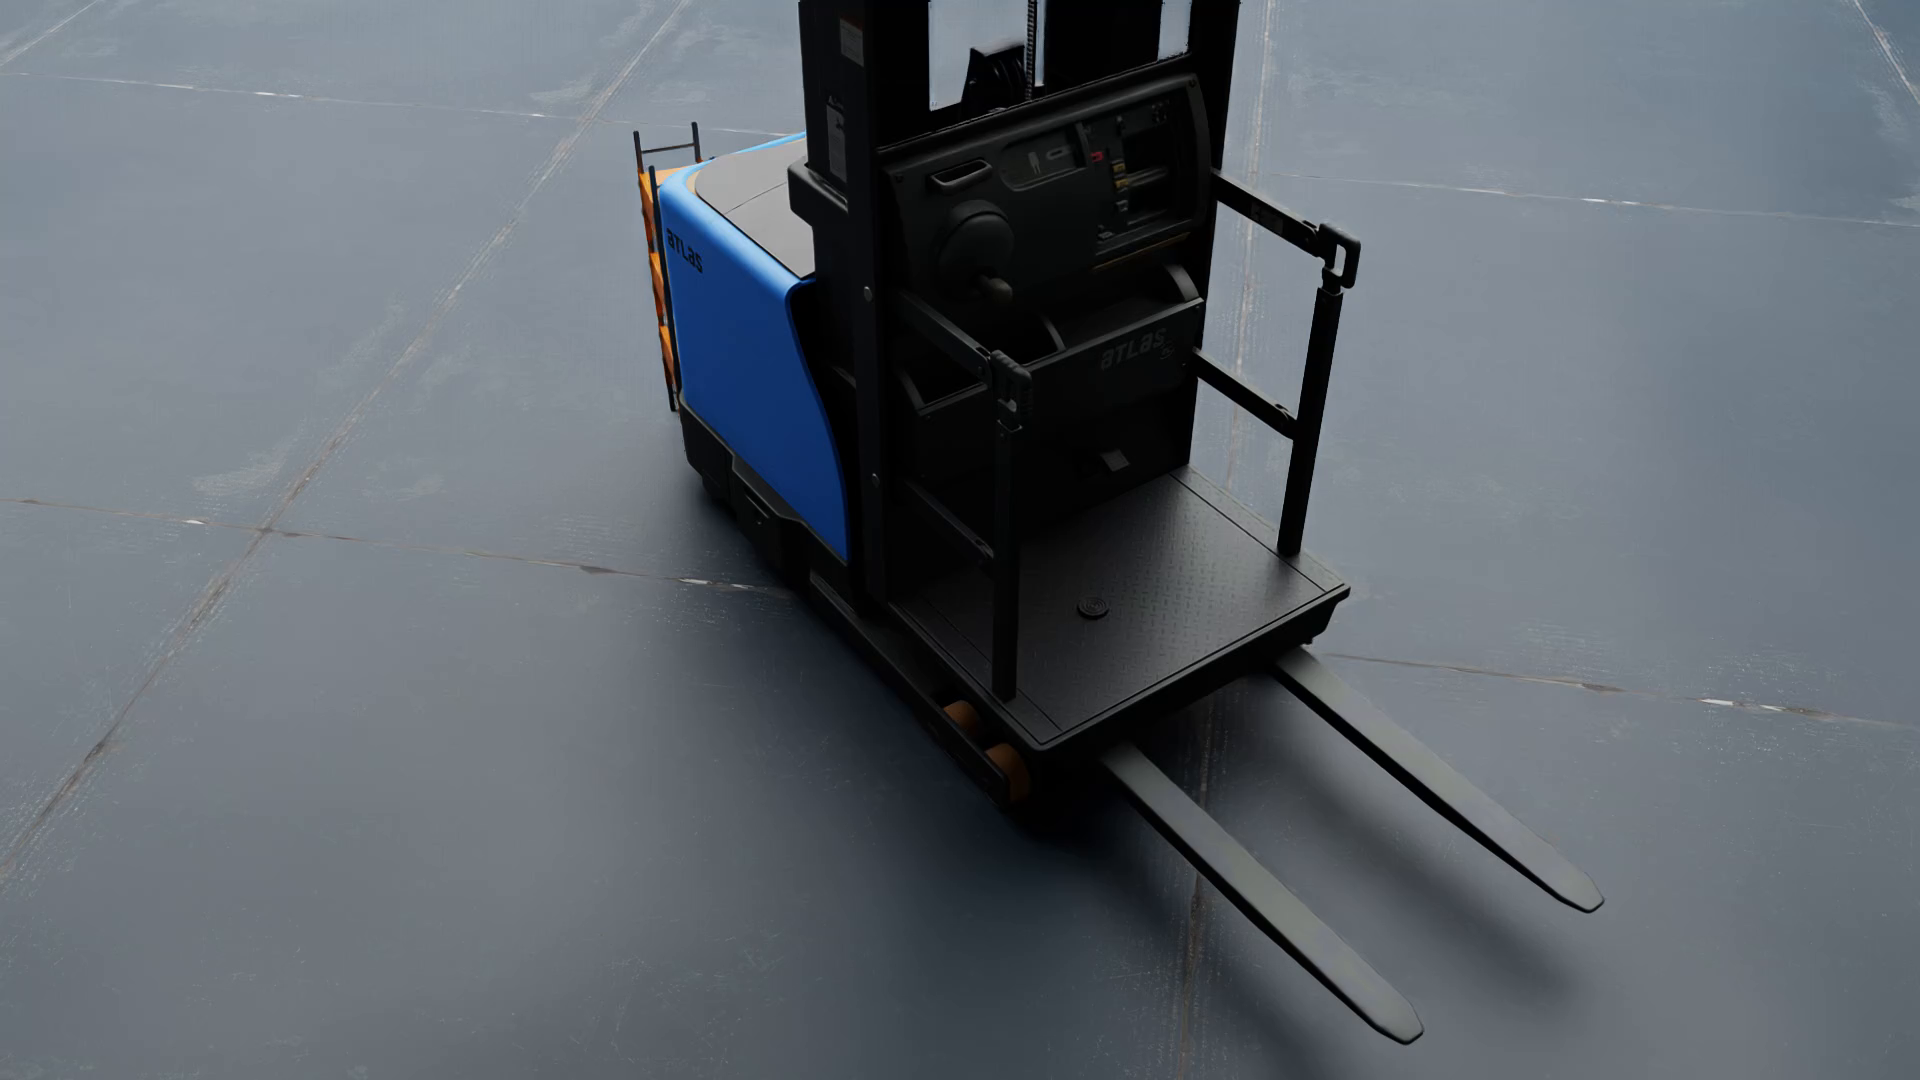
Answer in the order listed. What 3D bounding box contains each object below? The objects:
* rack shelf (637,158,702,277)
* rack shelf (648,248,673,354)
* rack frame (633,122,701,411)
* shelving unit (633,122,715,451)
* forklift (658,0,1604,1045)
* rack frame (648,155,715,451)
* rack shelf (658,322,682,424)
[{"bbox_3d":[-0.874,-1.013,5.222,0.215,0.259,0.240,-13,41,-15],"label":"rack shelf"},{"bbox_3d":[-0.874,-0.794,5.403,0.215,0.259,0.240,-13,41,-15],"label":"rack shelf"},{"bbox_3d":[-0.914,-0.876,5.485,0.200,1.050,0.008,-13,41,-15],"label":"rack frame"},{"bbox_3d":[-0.874,-0.802,5.396,0.215,1.050,0.252,-13,41,-15],"label":"shelving unit"},{"bbox_3d":[0.361,-0.780,3.893,1.130,2.935,3.031,-24,45,-26],"label":"forklift"},{"bbox_3d":[-0.833,-0.729,5.307,0.200,1.050,0.008,-13,41,-15],"label":"rack frame"},{"bbox_3d":[-0.874,-0.580,5.580,0.215,0.259,0.240,-13,41,-15],"label":"rack shelf"}]
